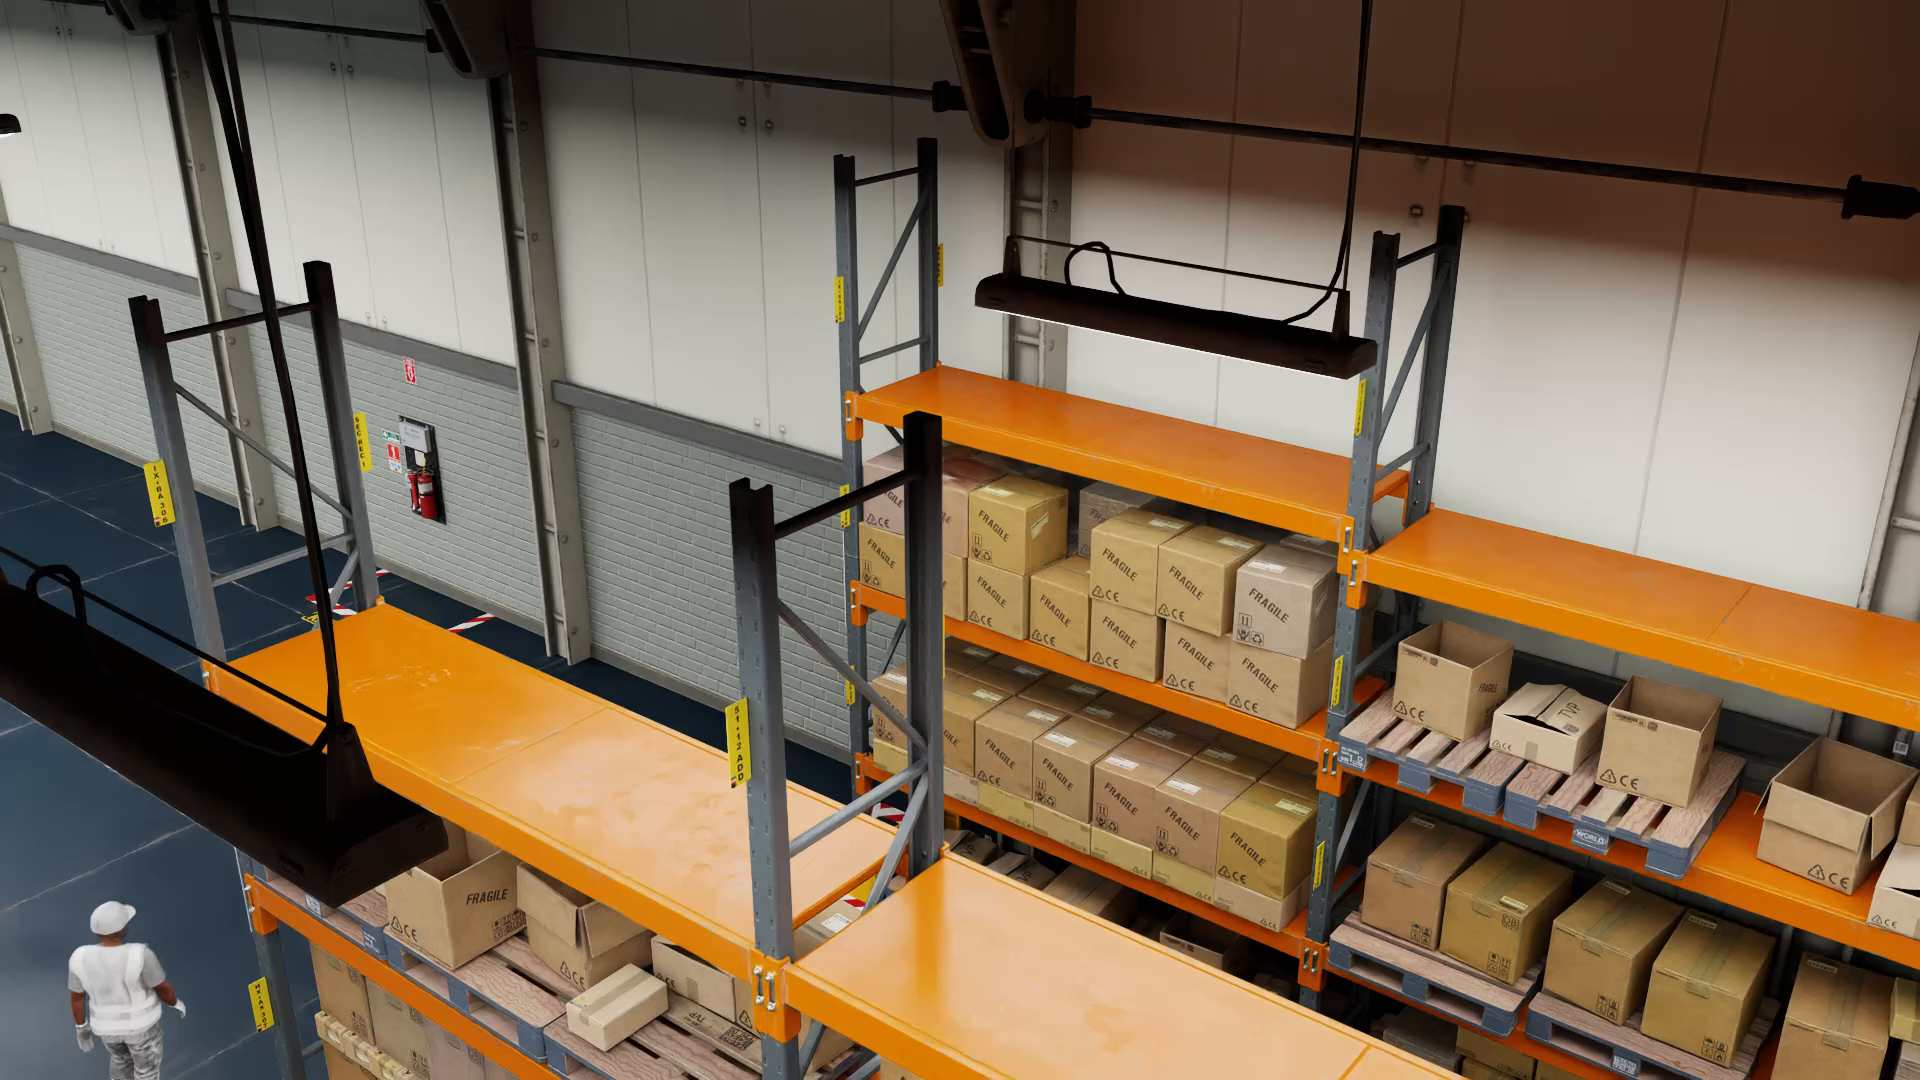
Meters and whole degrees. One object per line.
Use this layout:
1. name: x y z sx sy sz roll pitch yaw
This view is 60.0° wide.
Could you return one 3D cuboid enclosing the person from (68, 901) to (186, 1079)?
1. person: -5.444 3.096 10.937 0.645 1.787 0.676 -1 23 -1
